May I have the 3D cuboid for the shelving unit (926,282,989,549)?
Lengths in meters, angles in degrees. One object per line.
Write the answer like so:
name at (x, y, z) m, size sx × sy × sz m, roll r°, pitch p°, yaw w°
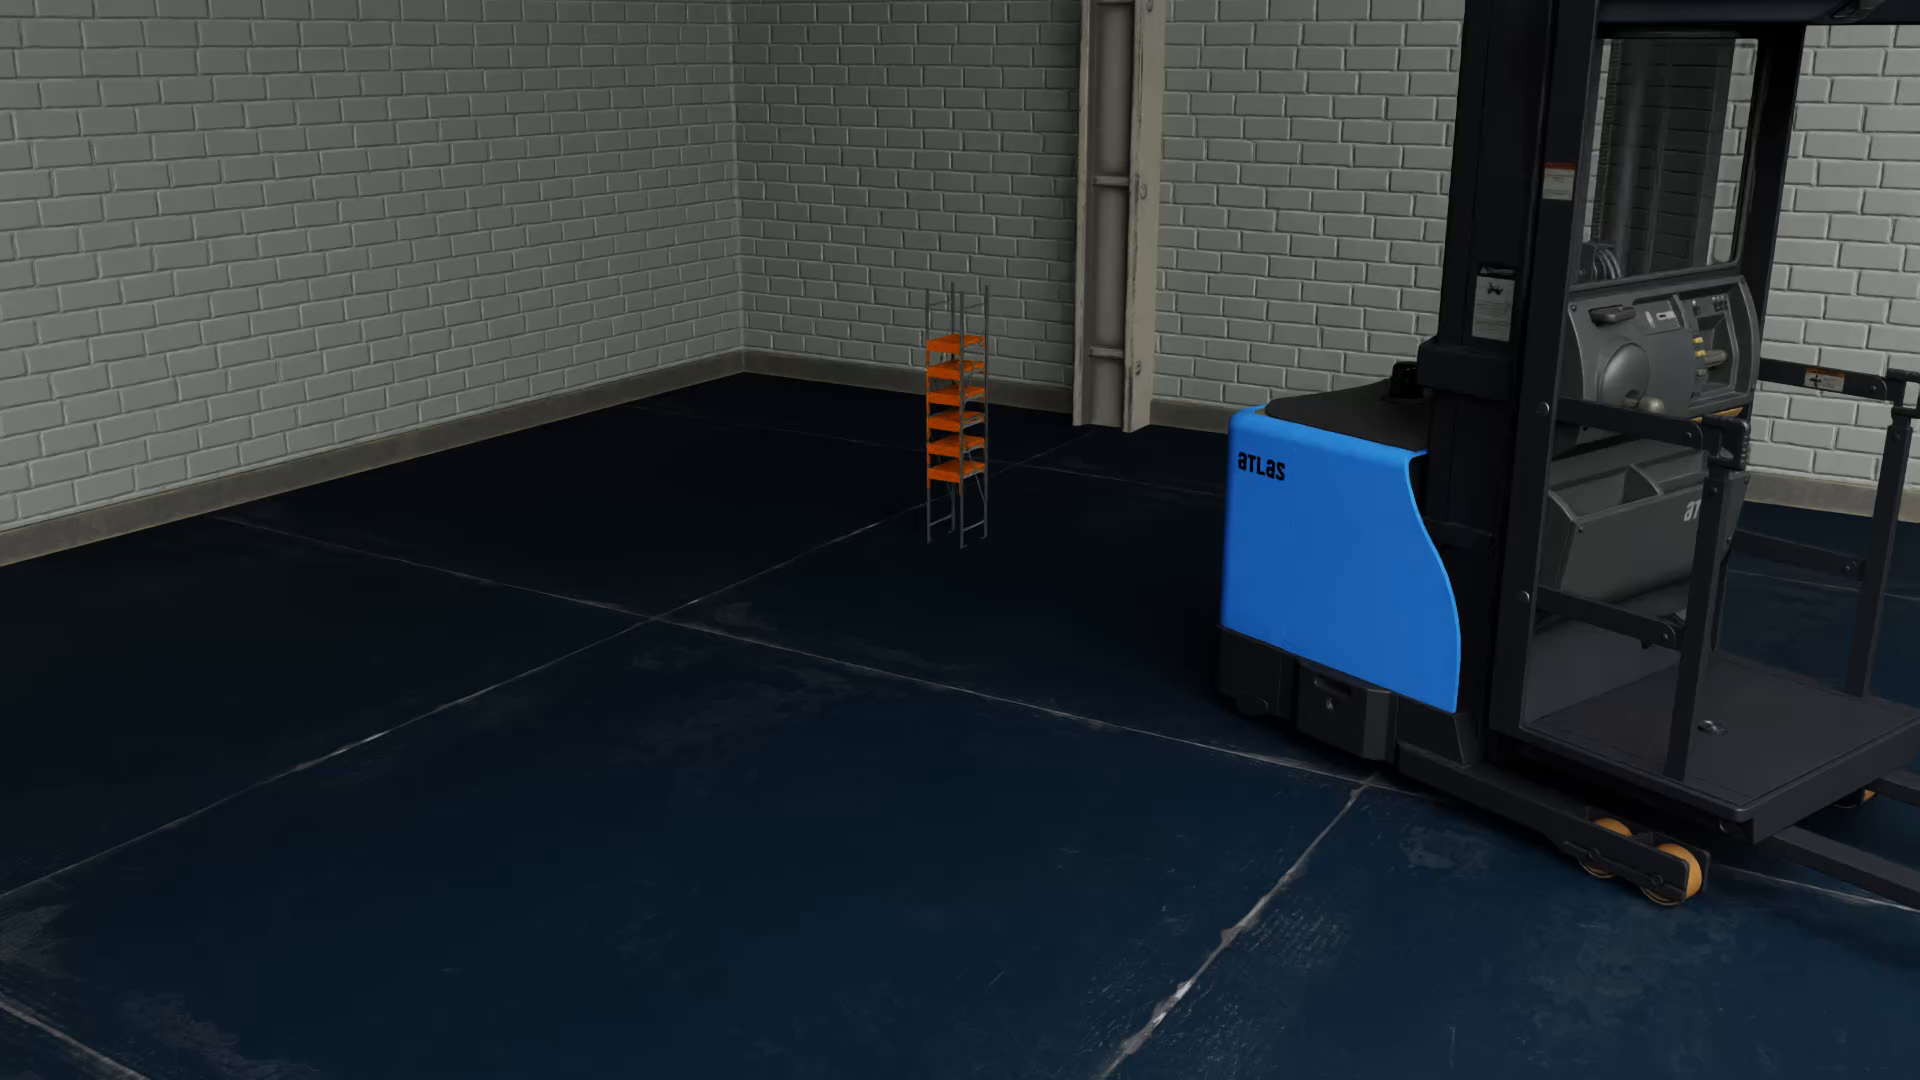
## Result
shelving unit at (-0.012, -0.576, 7.714) m, size 0.189 × 1.200 × 0.258 m, roll 10°, pitch 20°, yaw 30°

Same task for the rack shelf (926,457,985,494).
rack shelf at (-0.012, -0.304, 7.797) m, size 0.180 × 0.103 × 0.258 m, roll 10°, pitch 20°, yaw 30°

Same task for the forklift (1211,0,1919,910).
forklift at (2.182, -0.559, 4.679) m, size 1.130 × 2.935 × 3.031 m, roll -12°, pitch 21°, yaw -35°

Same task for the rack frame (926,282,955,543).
rack frame at (-0.090, -0.590, 7.760) m, size 0.006 × 1.200 × 0.240 m, roll 10°, pitch 20°, yaw 30°

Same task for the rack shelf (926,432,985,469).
rack shelf at (-0.012, -0.419, 7.762) m, size 0.180 × 0.103 × 0.258 m, roll 10°, pitch 20°, yaw 30°

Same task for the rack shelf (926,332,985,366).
rack shelf at (-0.012, -0.878, 7.622) m, size 0.180 × 0.103 × 0.258 m, roll 10°, pitch 20°, yaw 30°

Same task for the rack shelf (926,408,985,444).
rack shelf at (-0.012, -0.534, 7.727) m, size 0.180 × 0.103 × 0.258 m, roll 10°, pitch 20°, yaw 30°

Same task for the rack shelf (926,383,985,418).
rack shelf at (-0.012, -0.649, 7.692) m, size 0.180 × 0.103 × 0.258 m, roll 10°, pitch 20°, yaw 30°

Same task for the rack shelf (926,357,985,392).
rack shelf at (-0.012, -0.763, 7.657) m, size 0.180 × 0.103 × 0.258 m, roll 10°, pitch 20°, yaw 30°

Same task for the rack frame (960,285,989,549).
rack frame at (0.066, -0.562, 7.668) m, size 0.006 × 1.200 × 0.240 m, roll 10°, pitch 20°, yaw 30°

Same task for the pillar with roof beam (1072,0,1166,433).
pillar with roof beam at (-1.318, -3.953, 5.413) m, size 0.400 × 9.000 × 9.100 m, roll 10°, pitch 20°, yaw 30°
